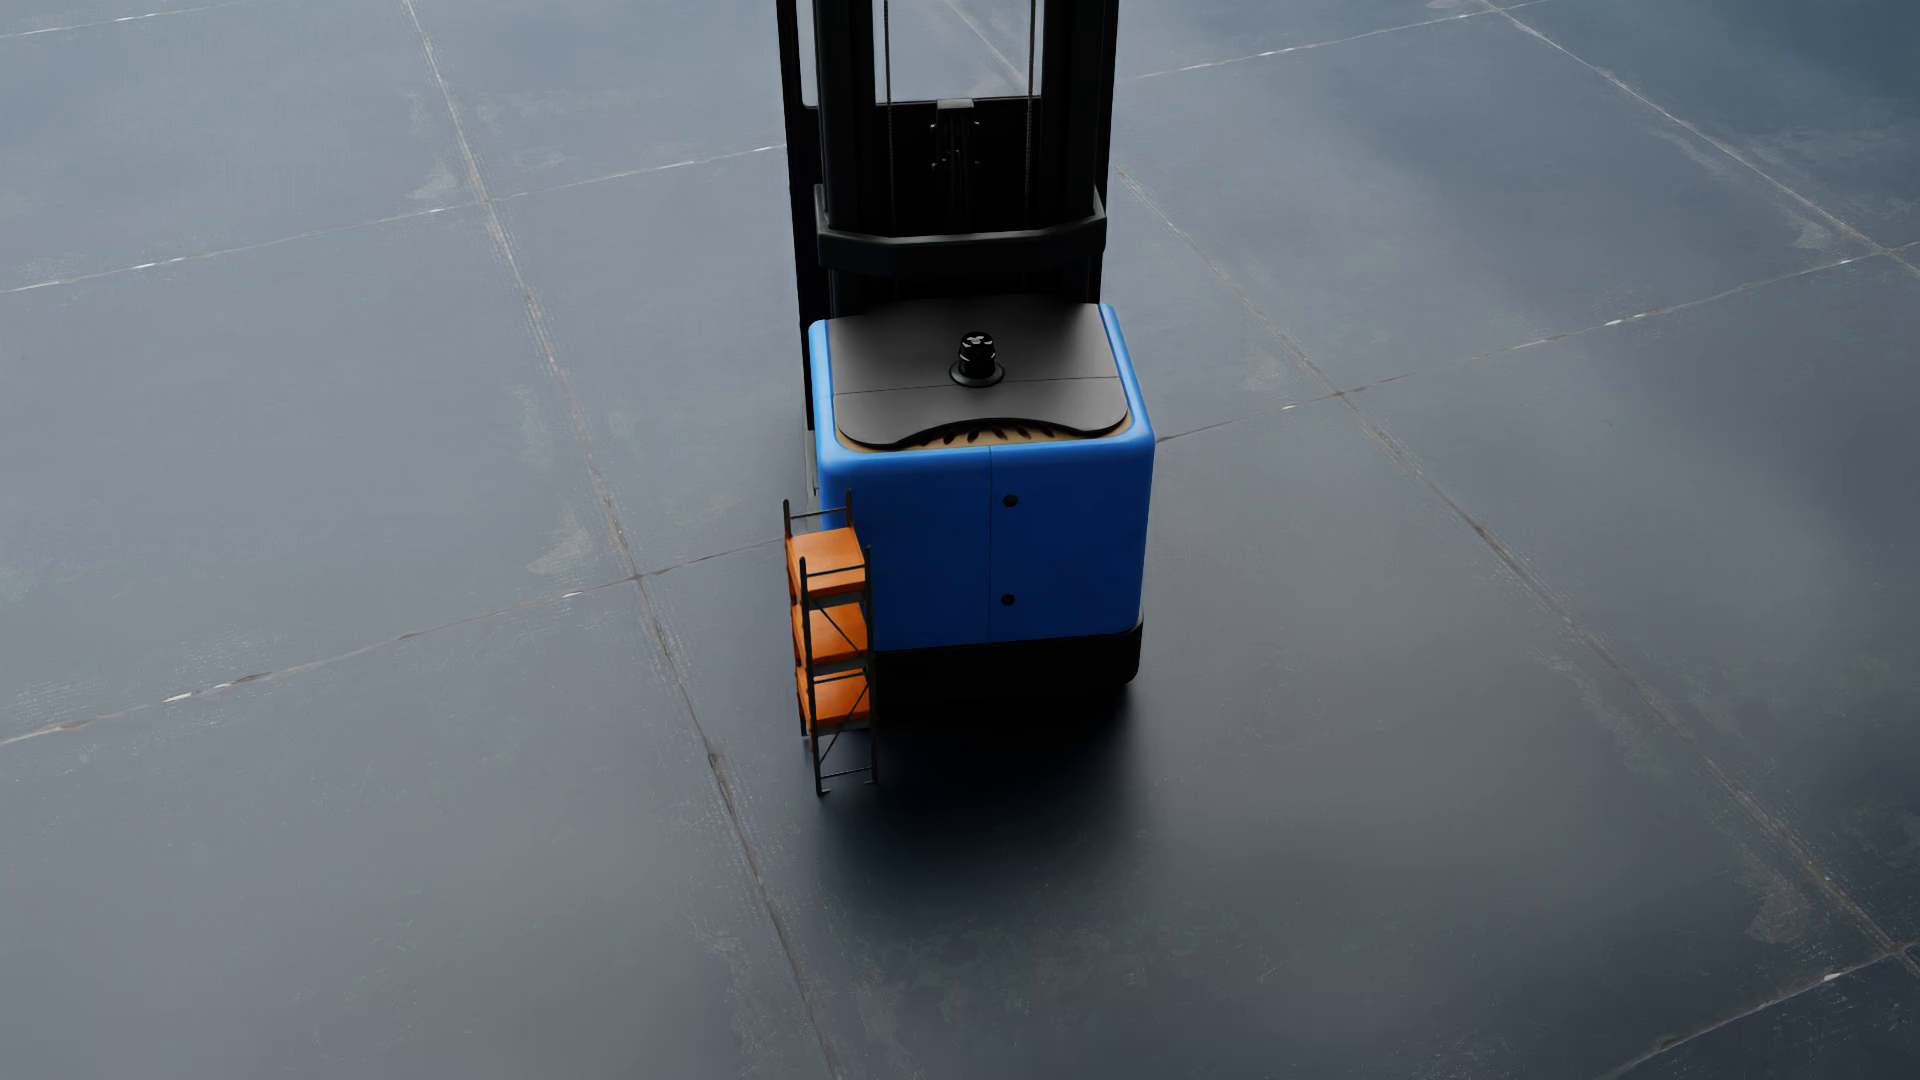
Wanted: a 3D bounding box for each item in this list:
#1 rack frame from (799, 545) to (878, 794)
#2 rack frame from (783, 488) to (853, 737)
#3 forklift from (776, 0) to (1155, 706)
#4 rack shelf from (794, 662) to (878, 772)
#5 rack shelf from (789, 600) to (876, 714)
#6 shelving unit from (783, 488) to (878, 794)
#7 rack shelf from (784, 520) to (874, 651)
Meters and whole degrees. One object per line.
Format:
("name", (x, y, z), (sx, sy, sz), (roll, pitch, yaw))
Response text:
("rack frame", (-0.354, 0.413, 4.965), (0.200, 1.050, 0.008), (-10, 45, -11))
("rack frame", (-0.418, 0.249, 5.135), (0.200, 1.050, 0.008), (-10, 45, -11))
("forklift", (-0.066, -1.515, 5.764), (1.130, 2.935, 3.031), (-4, 41, -5))
("rack shelf", (-0.390, 0.539, 5.250), (0.215, 0.259, 0.240), (-10, 45, -11))
("rack shelf", (-0.386, 0.339, 5.057), (0.215, 0.259, 0.240), (-10, 45, -11))
("shelving unit", (-0.386, 0.331, 5.050), (0.215, 1.050, 0.252), (-10, 45, -11))
("rack shelf", (-0.382, 0.134, 4.861), (0.215, 0.259, 0.240), (-10, 45, -11))
